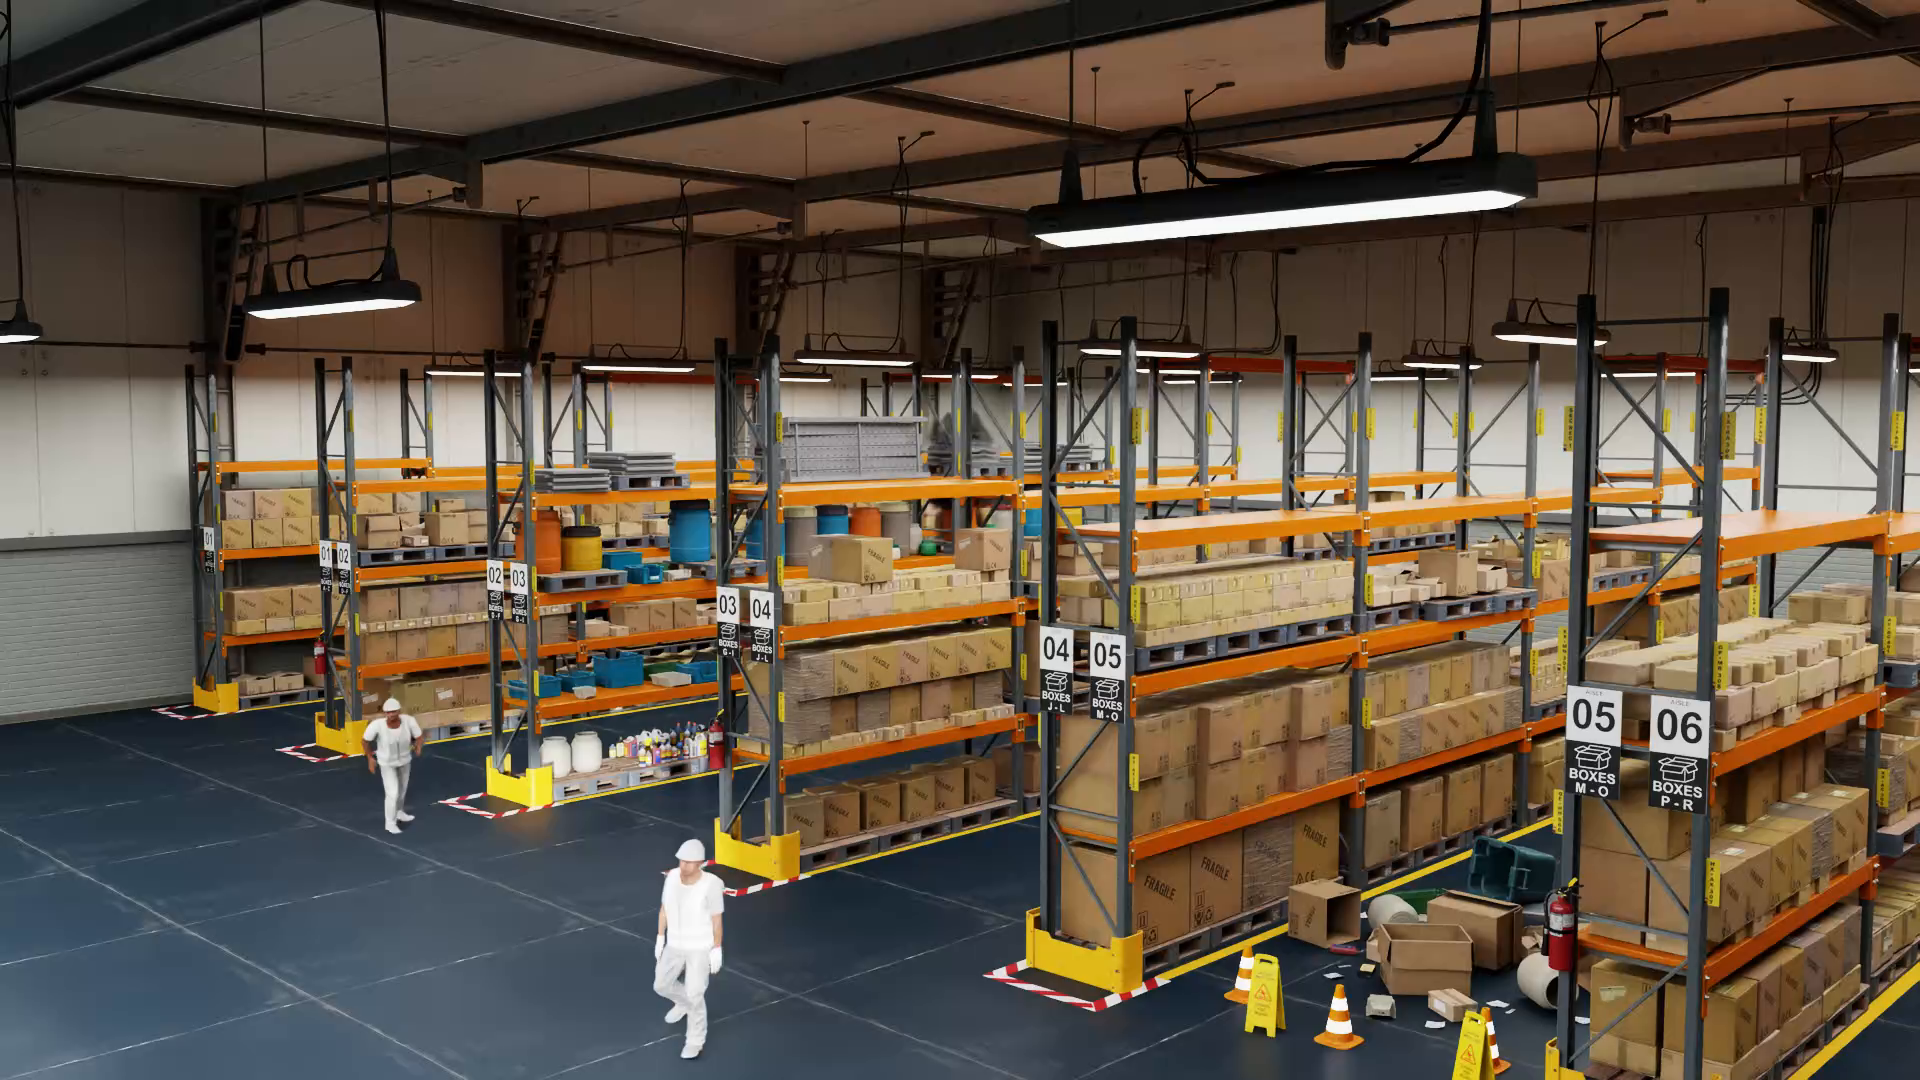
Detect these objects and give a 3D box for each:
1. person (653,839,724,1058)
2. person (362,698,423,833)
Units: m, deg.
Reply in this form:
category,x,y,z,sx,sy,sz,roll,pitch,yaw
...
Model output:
category,x,y,z,sx,sy,sz,roll,pitch,yaw
person,-2.192,3.246,13.479,0.733,1.750,0.614,2,5,26
person,-6.986,2.765,20.574,0.903,1.686,0.701,4,6,45
